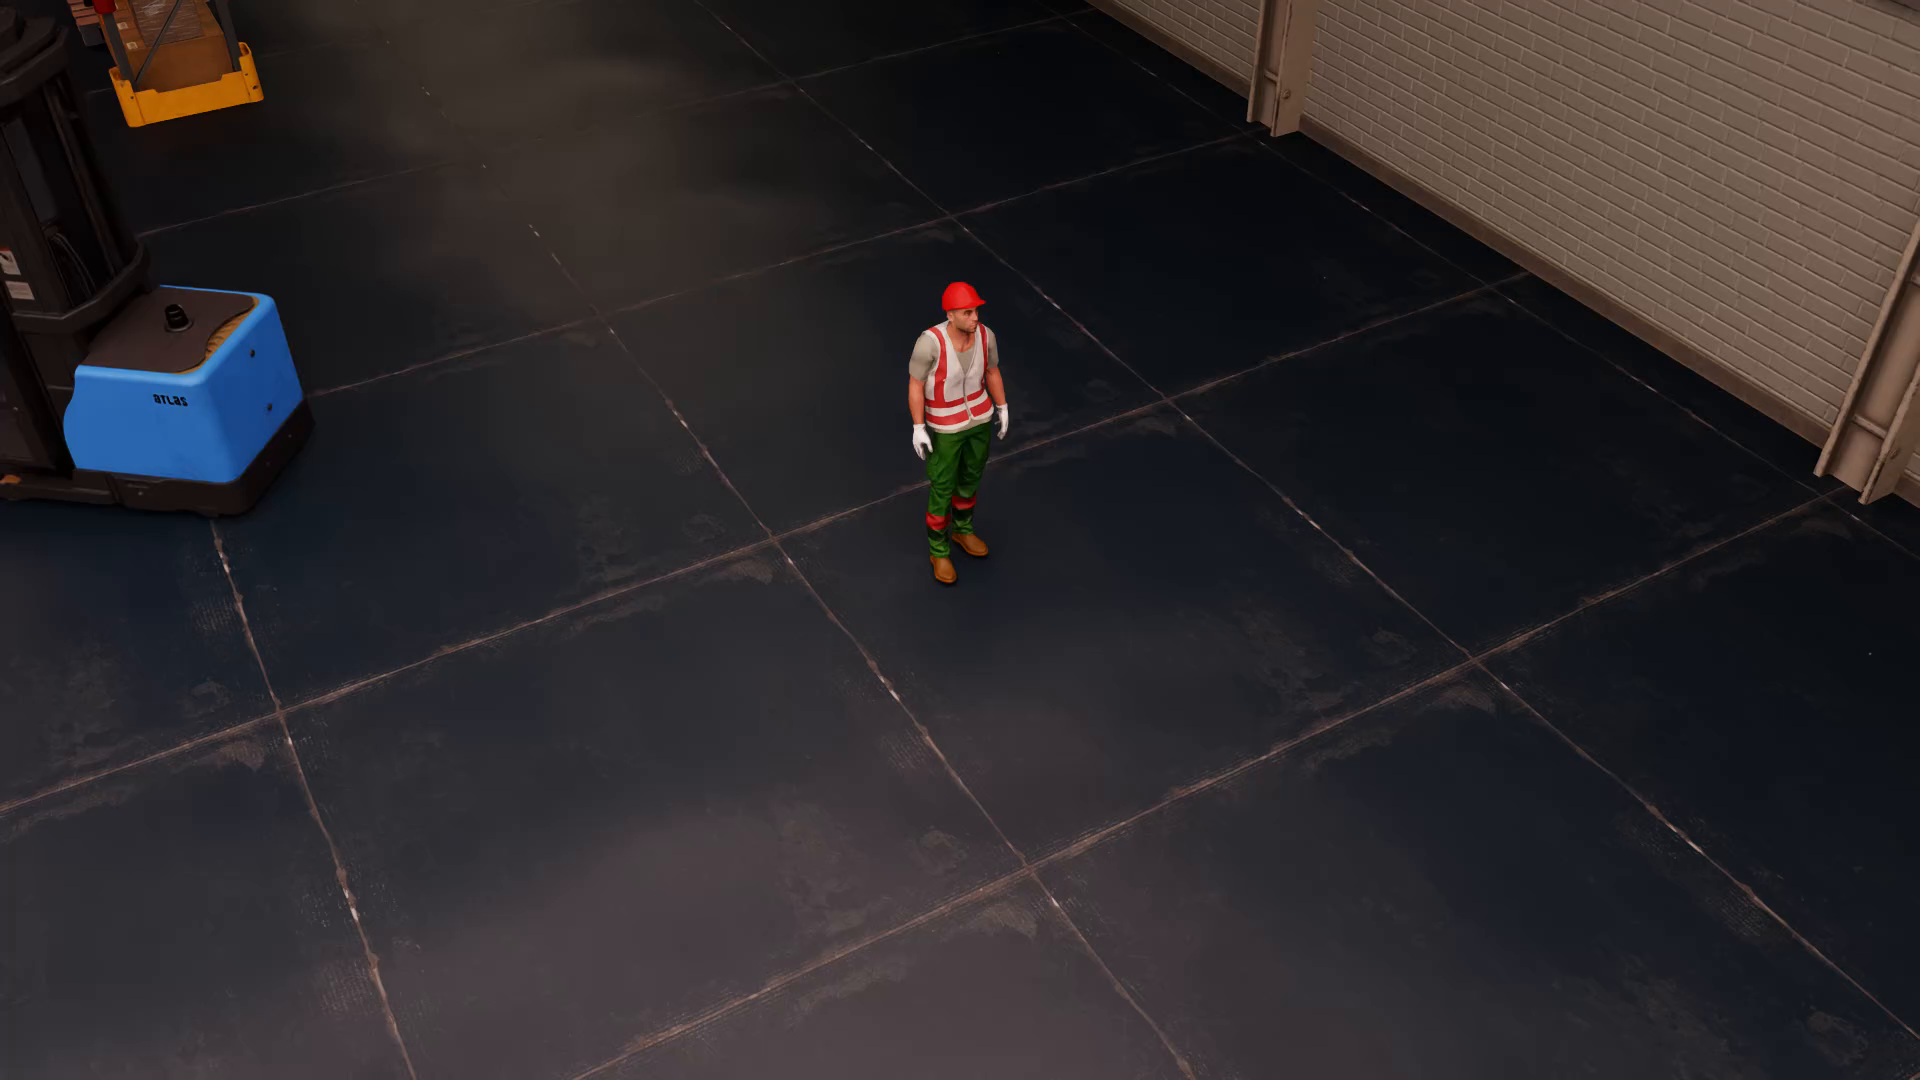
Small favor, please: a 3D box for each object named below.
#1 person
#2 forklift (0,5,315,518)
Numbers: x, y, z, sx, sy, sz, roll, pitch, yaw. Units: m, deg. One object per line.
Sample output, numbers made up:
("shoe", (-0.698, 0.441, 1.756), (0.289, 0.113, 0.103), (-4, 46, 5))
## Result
("person", (0.029, -0.646, 9.698), (0.637, 1.787, 0.564), (-20, 44, -23))
("forklift", (-5.885, -1.704, 10.091), (3.031, 2.935, 1.130), (6, 40, 7))
